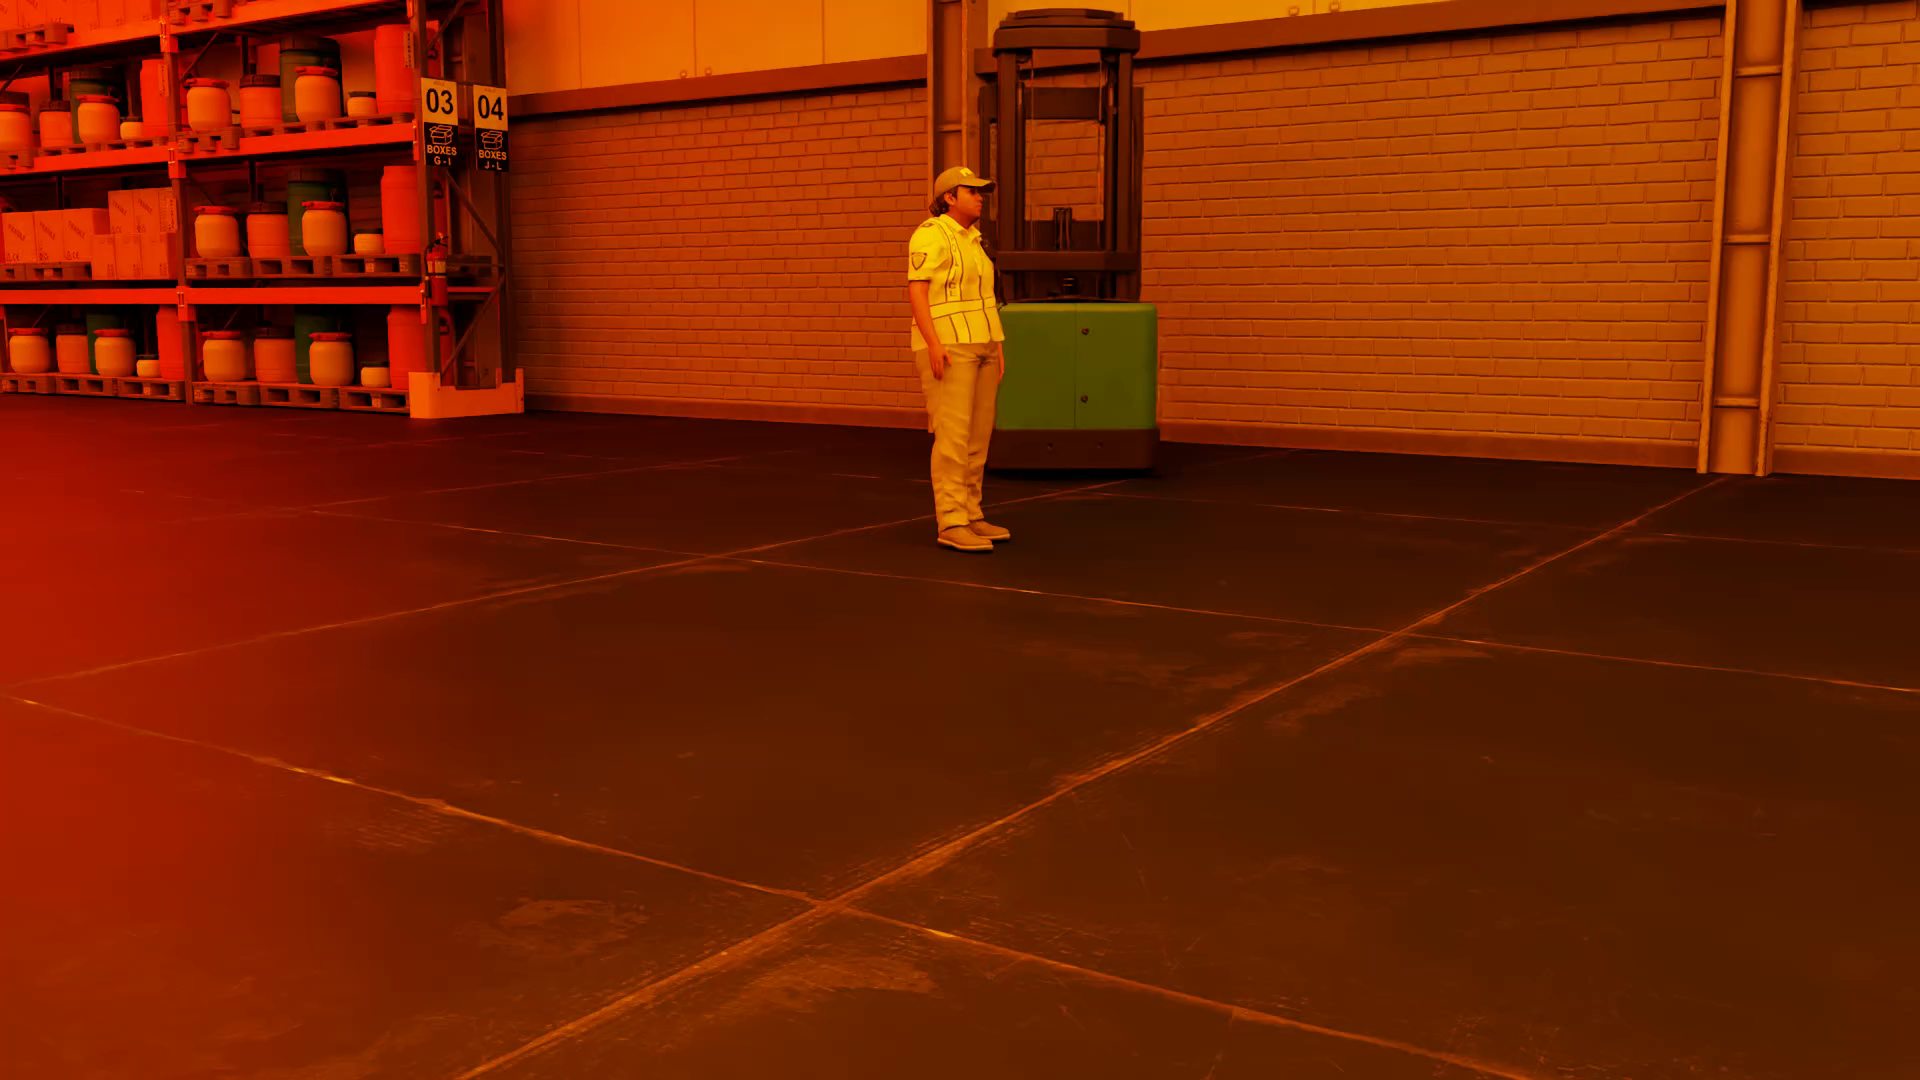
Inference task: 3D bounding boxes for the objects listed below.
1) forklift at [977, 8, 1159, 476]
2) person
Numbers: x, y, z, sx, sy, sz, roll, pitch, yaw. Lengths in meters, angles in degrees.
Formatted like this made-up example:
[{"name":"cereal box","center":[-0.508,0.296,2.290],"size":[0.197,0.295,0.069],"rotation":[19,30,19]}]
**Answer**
[{"name":"forklift","center":[0.671,-2.027,11.449],"size":[1.130,2.935,3.031],"rotation":[0,8,-1]},{"name":"person","center":[0.051,-0.823,7.424],"size":[0.529,1.670,0.598],"rotation":[5,10,34]}]
